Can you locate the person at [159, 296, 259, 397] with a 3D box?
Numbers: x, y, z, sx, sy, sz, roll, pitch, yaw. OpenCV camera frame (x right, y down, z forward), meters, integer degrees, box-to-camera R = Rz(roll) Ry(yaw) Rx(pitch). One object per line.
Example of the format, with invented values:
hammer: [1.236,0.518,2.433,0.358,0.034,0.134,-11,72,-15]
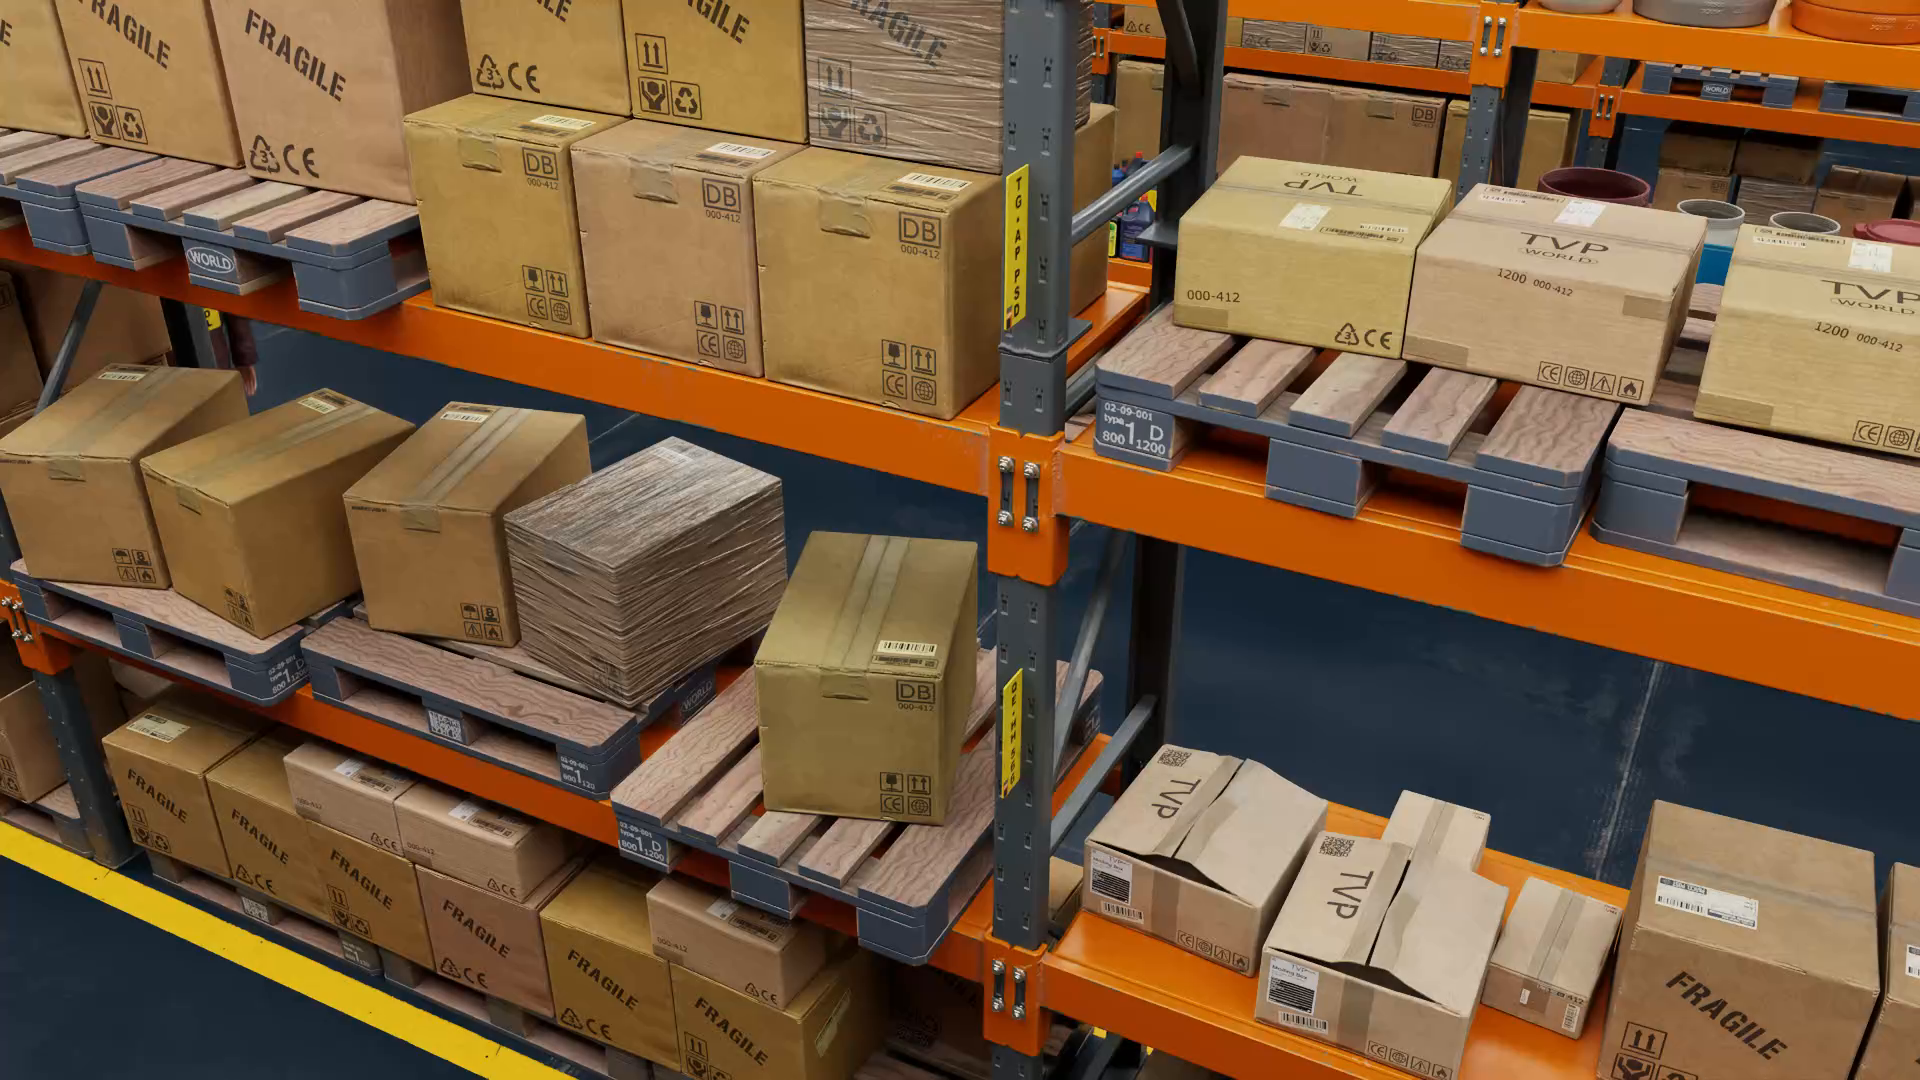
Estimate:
person: [-4.098,-0.920,8.733,1.079,1.725,0.568,15,33,24]
